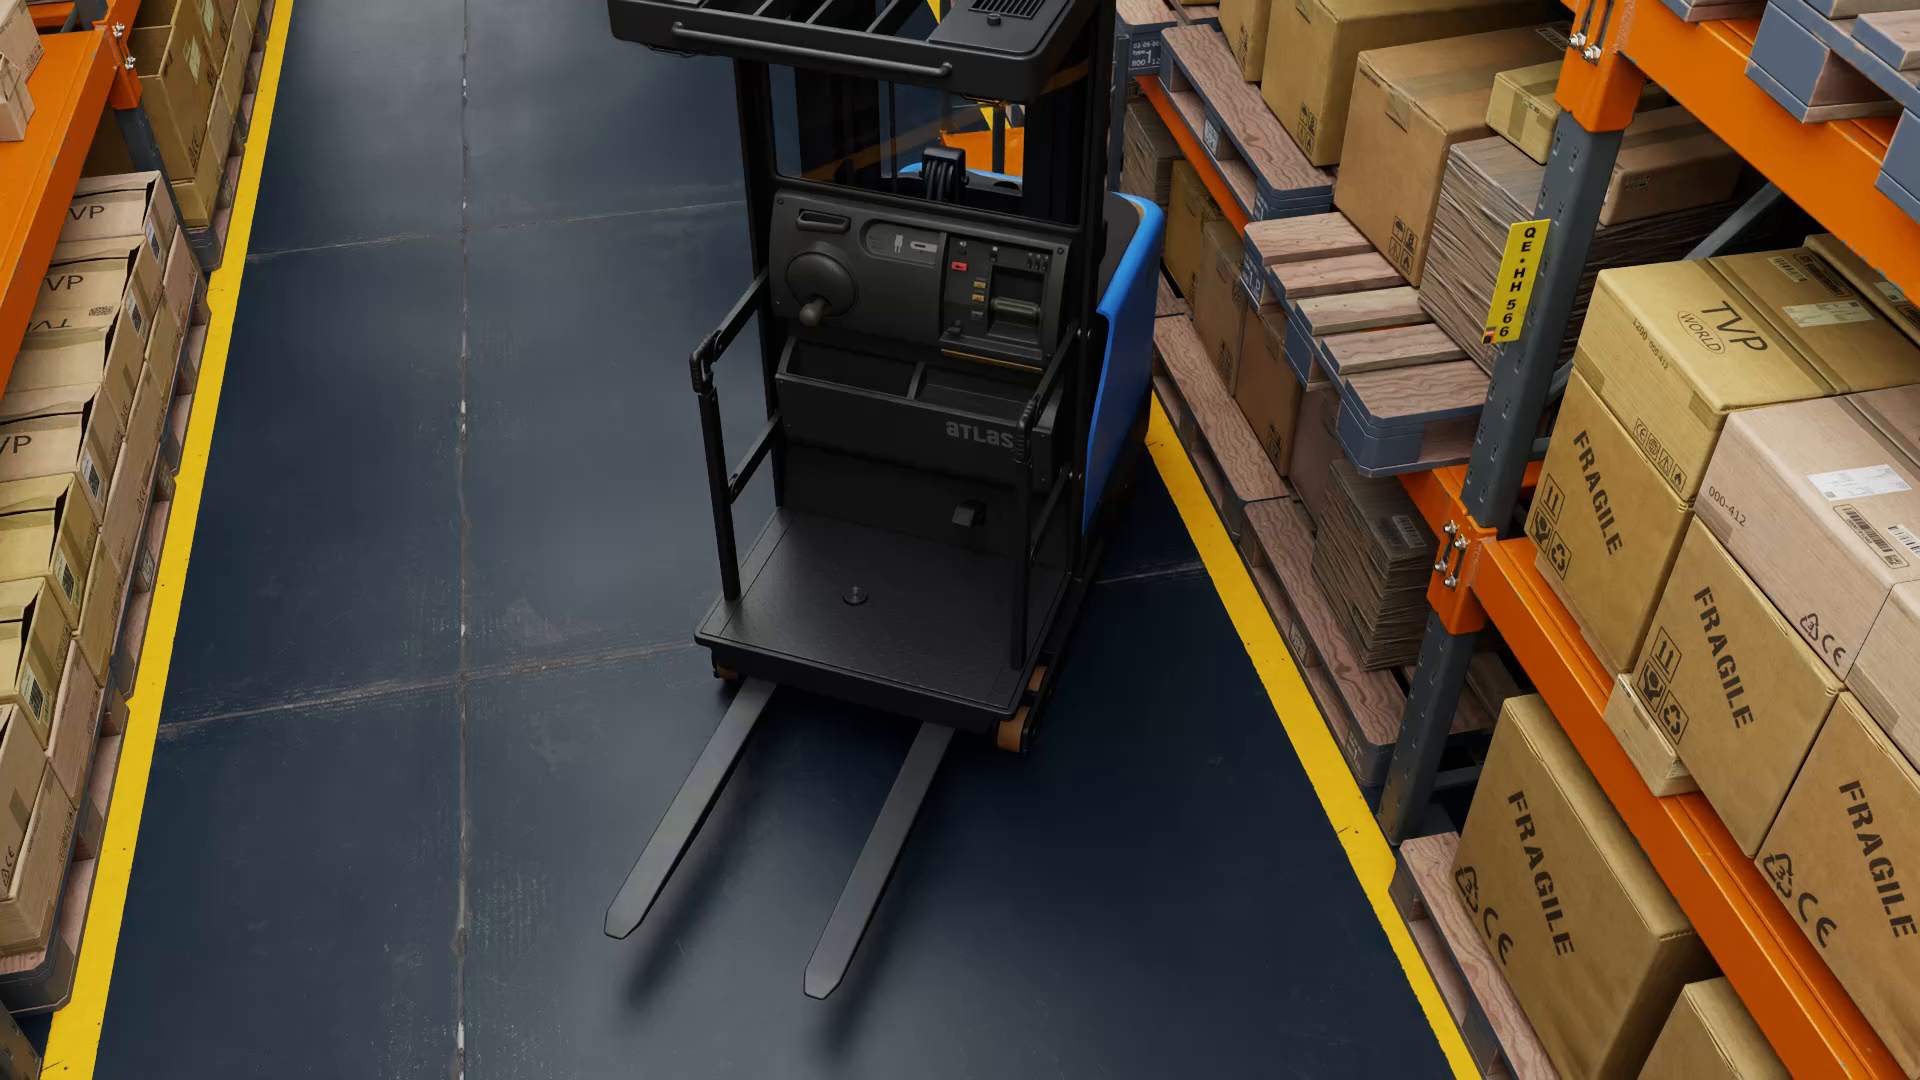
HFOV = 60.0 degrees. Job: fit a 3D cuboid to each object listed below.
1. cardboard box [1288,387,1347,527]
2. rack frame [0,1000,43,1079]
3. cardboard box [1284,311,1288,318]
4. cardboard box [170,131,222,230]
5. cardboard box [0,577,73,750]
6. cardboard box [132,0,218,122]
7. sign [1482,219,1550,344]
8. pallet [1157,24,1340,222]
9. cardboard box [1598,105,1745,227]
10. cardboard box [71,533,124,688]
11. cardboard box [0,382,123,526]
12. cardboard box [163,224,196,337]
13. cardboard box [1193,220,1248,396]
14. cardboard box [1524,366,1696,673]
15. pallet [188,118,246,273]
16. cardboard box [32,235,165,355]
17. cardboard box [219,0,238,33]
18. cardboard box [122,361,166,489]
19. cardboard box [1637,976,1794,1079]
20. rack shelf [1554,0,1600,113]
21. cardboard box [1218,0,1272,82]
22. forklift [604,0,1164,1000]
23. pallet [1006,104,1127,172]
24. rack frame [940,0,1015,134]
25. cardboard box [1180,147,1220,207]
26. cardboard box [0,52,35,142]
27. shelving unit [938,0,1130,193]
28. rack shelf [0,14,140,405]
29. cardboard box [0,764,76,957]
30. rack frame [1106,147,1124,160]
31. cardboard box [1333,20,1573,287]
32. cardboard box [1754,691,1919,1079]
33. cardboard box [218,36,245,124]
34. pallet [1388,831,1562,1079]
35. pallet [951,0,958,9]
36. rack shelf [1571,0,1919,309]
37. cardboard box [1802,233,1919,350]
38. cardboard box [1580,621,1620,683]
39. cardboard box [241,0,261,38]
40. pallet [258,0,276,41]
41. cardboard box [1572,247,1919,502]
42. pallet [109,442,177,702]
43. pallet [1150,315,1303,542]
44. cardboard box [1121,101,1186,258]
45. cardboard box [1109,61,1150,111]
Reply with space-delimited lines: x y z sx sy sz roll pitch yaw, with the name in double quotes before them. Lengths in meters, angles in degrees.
"cardboard box" 1.611 -0.314 5.896 0.700 0.500 0.500 -8 42 -9
"rack frame" -3.021 0.438 3.497 1.000 3.000 0.127 -8 42 -9
"cardboard box" 1.431 -0.955 6.053 0.500 0.250 0.500 -9 42 -9
"cardboard box" -3.688 -1.628 7.579 0.500 0.250 0.500 -8 42 -9
"cardboard box" -2.969 0.378 4.897 0.500 0.311 0.500 -9 42 -10
"cardboard box" -3.794 -2.233 7.696 0.500 0.500 0.500 -8 42 -9
"sign" 1.288 -0.594 3.847 0.100 0.325 0.005 -8 42 -9
"pallet" 1.348 -1.480 5.802 1.003 0.211 1.213 -8 42 -9
"cardboard box" 1.712 -0.938 4.152 0.380 0.149 0.250 -14 43 -15
"cardboard box" -3.074 0.266 5.446 0.500 0.250 0.500 -9 42 -10
"cardboard box" -3.188 -0.286 5.645 0.500 0.311 0.500 -9 42 -10
"cardboard box" -3.512 -1.057 6.936 0.500 0.250 0.500 -9 42 -10
"cardboard box" 1.358 -0.958 6.621 0.700 0.500 0.500 -8 42 -9
"cardboard box" 1.670 -0.079 3.765 0.500 0.500 0.500 -7 42 -8
"pallet" -4.015 -1.634 7.931 1.003 0.211 1.213 -8 42 -9
"cardboard box" -3.398 -0.936 6.377 0.500 0.311 0.500 -7 42 -8
"cardboard box" -4.004 -2.882 8.427 0.500 0.500 0.500 -8 42 -9
"cardboard box" -3.293 -0.397 6.192 0.500 0.250 0.500 -7 42 -8
"cardboard box" 2.029 1.437 3.675 0.750 0.750 0.750 -9 42 -9
"rack shelf" 1.384 -2.424 5.003 1.077 0.370 4.000 -8 42 -9
"cardboard box" 1.315 -1.949 5.779 0.700 0.500 0.500 -3 42 -3
"forklift" -0.200 -0.705 4.836 1.130 2.935 3.031 13 43 14
"pallet" 0.773 -2.255 8.631 1.003 0.211 1.213 -8 42 -9
"rack frame" 0.163 -1.901 7.262 0.500 1.500 0.032 -8 42 -9
"cardboard box" 1.226 -1.618 6.800 0.500 0.250 0.500 -9 42 -10
"cardboard box" -3.515 -1.561 5.850 0.396 0.266 0.258 -9 42 -10
"shelving unit" 0.269 -1.565 6.883 0.587 1.500 1.083 -8 42 -9
"rack shelf" -3.452 -0.590 5.197 1.077 0.370 4.000 -8 42 -9
"cardboard box" -2.847 0.927 4.701 0.500 0.250 0.500 -8 42 -9
"rack frame" 0.952 -2.867 7.221 1.000 3.000 0.127 -8 42 -9
"cardboard box" 1.557 -1.138 4.866 0.700 0.500 0.500 -12 43 -13
"cardboard box" 1.880 0.584 3.019 0.500 0.500 0.500 -9 42 -9
"cardboard box" -3.894 -2.278 8.311 0.500 0.250 0.500 -8 42 -9
"pallet" 1.912 1.290 4.637 1.003 0.211 1.213 -8 42 -9
"pallet" 0.506 -3.047 9.524 1.003 0.211 1.213 -8 42 -9
"rack shelf" 2.247 0.169 2.082 1.077 0.370 4.000 -8 42 -9
"cardboard box" 2.166 -0.454 3.623 0.500 0.250 0.500 -7 42 -8
"cardboard box" 1.706 0.223 3.913 0.380 0.149 0.250 -8 42 -9
"cardboard box" -4.114 -2.925 9.041 0.500 0.250 0.500 -8 42 -9
"pallet" -4.542 -3.215 9.713 1.003 0.211 1.213 -8 42 -9
"cardboard box" 1.668 -0.361 3.518 0.500 0.250 0.500 -7 42 -8
"pallet" -3.420 0.152 5.920 1.003 0.211 1.213 -8 42 -9
"pallet" 1.388 -0.528 6.685 1.003 0.211 1.213 -8 42 -9
"cardboard box" 1.127 -1.622 7.370 0.700 0.500 0.500 -7 42 -8
"cardboard box" 0.807 -2.315 8.401 0.380 0.166 0.250 -14 43 -15
